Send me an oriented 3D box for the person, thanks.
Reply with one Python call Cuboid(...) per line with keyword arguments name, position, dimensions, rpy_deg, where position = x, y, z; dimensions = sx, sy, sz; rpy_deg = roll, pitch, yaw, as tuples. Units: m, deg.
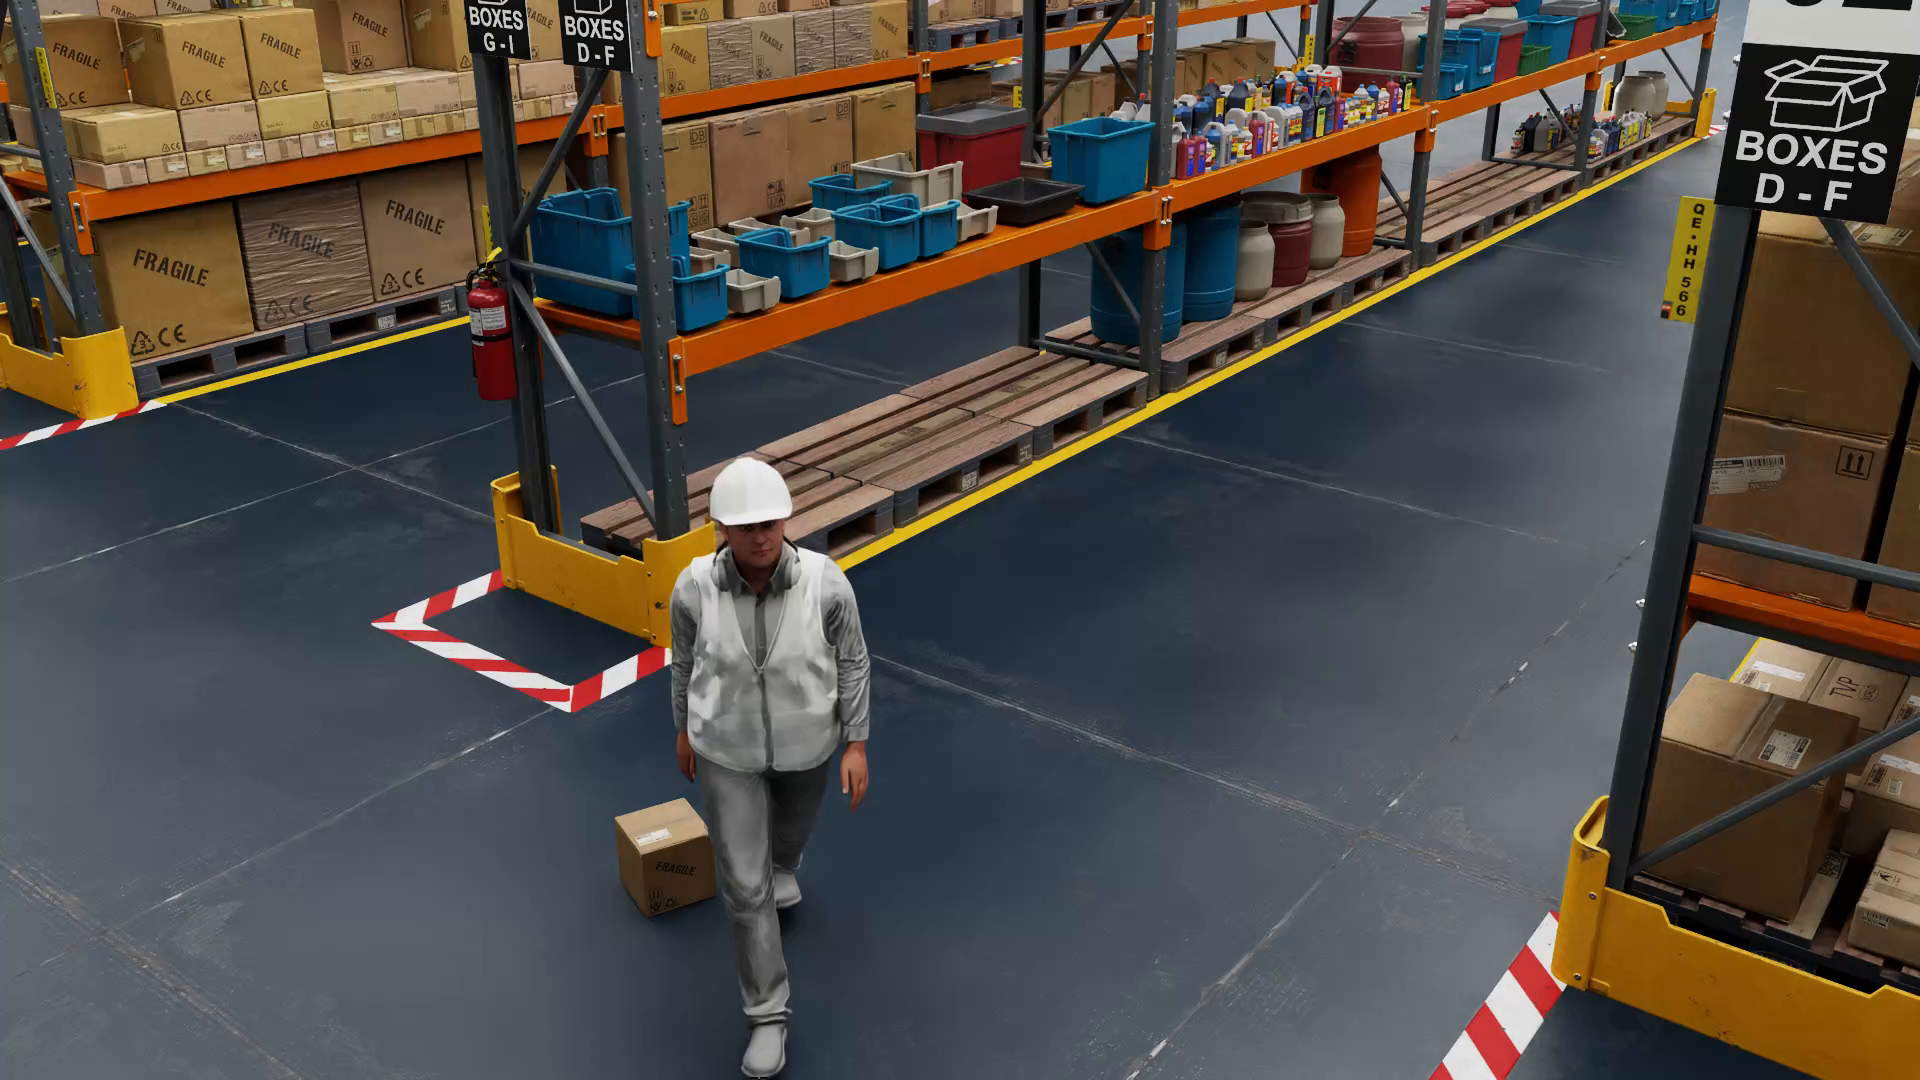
Cuboid(name="person", position=(-0.538, 0.560, 4.797), dimensions=(0.559, 1.727, 1.055), rpy_deg=(-5, 24, -11))
